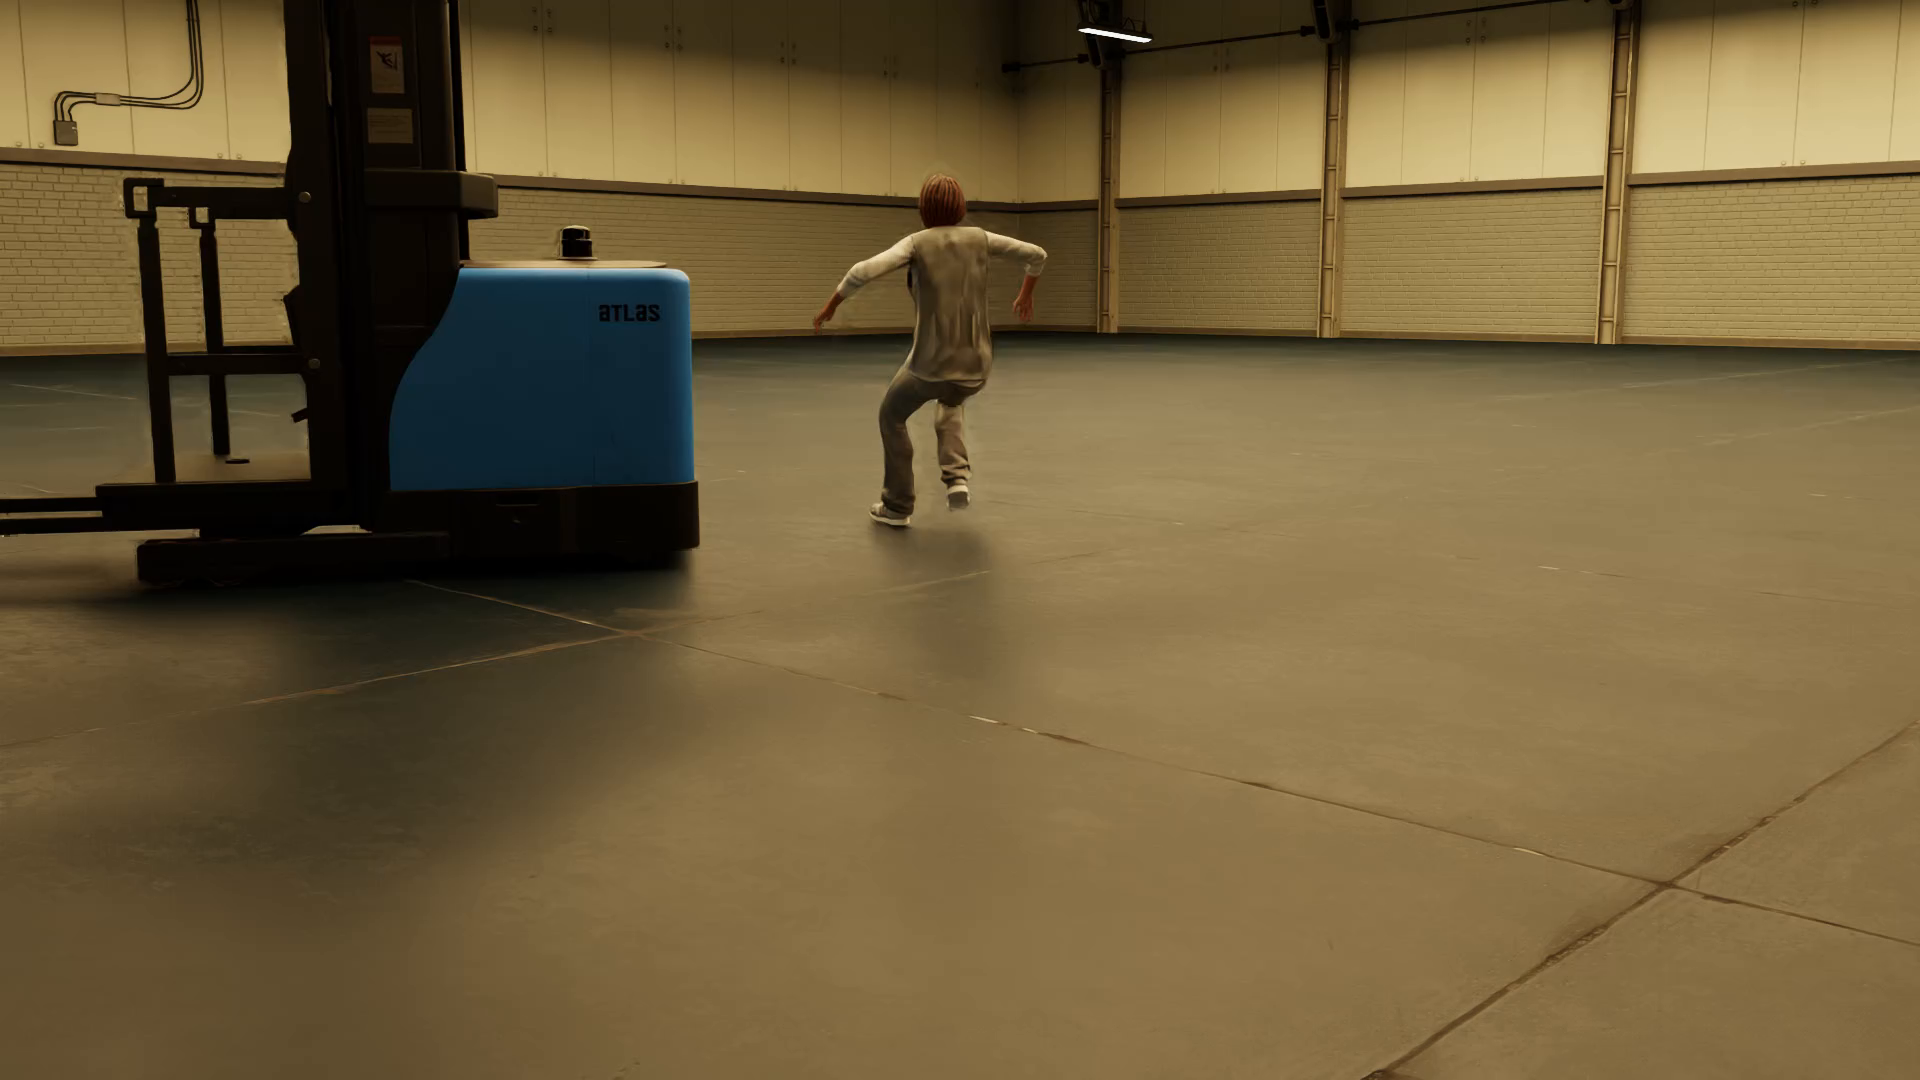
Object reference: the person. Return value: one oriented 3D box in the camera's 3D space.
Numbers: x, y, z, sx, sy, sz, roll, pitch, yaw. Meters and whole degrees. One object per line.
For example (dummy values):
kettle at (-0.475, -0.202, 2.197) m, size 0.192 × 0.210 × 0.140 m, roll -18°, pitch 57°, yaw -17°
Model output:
person at (-0.151, -0.766, 6.889) m, size 0.960 × 1.446 × 0.691 m, roll -3°, pitch 9°, yaw -20°

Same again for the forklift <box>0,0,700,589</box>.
forklift at (-2.530, -1.369, 5.968) m, size 3.031 × 2.935 × 1.130 m, roll -2°, pitch 9°, yaw -13°
